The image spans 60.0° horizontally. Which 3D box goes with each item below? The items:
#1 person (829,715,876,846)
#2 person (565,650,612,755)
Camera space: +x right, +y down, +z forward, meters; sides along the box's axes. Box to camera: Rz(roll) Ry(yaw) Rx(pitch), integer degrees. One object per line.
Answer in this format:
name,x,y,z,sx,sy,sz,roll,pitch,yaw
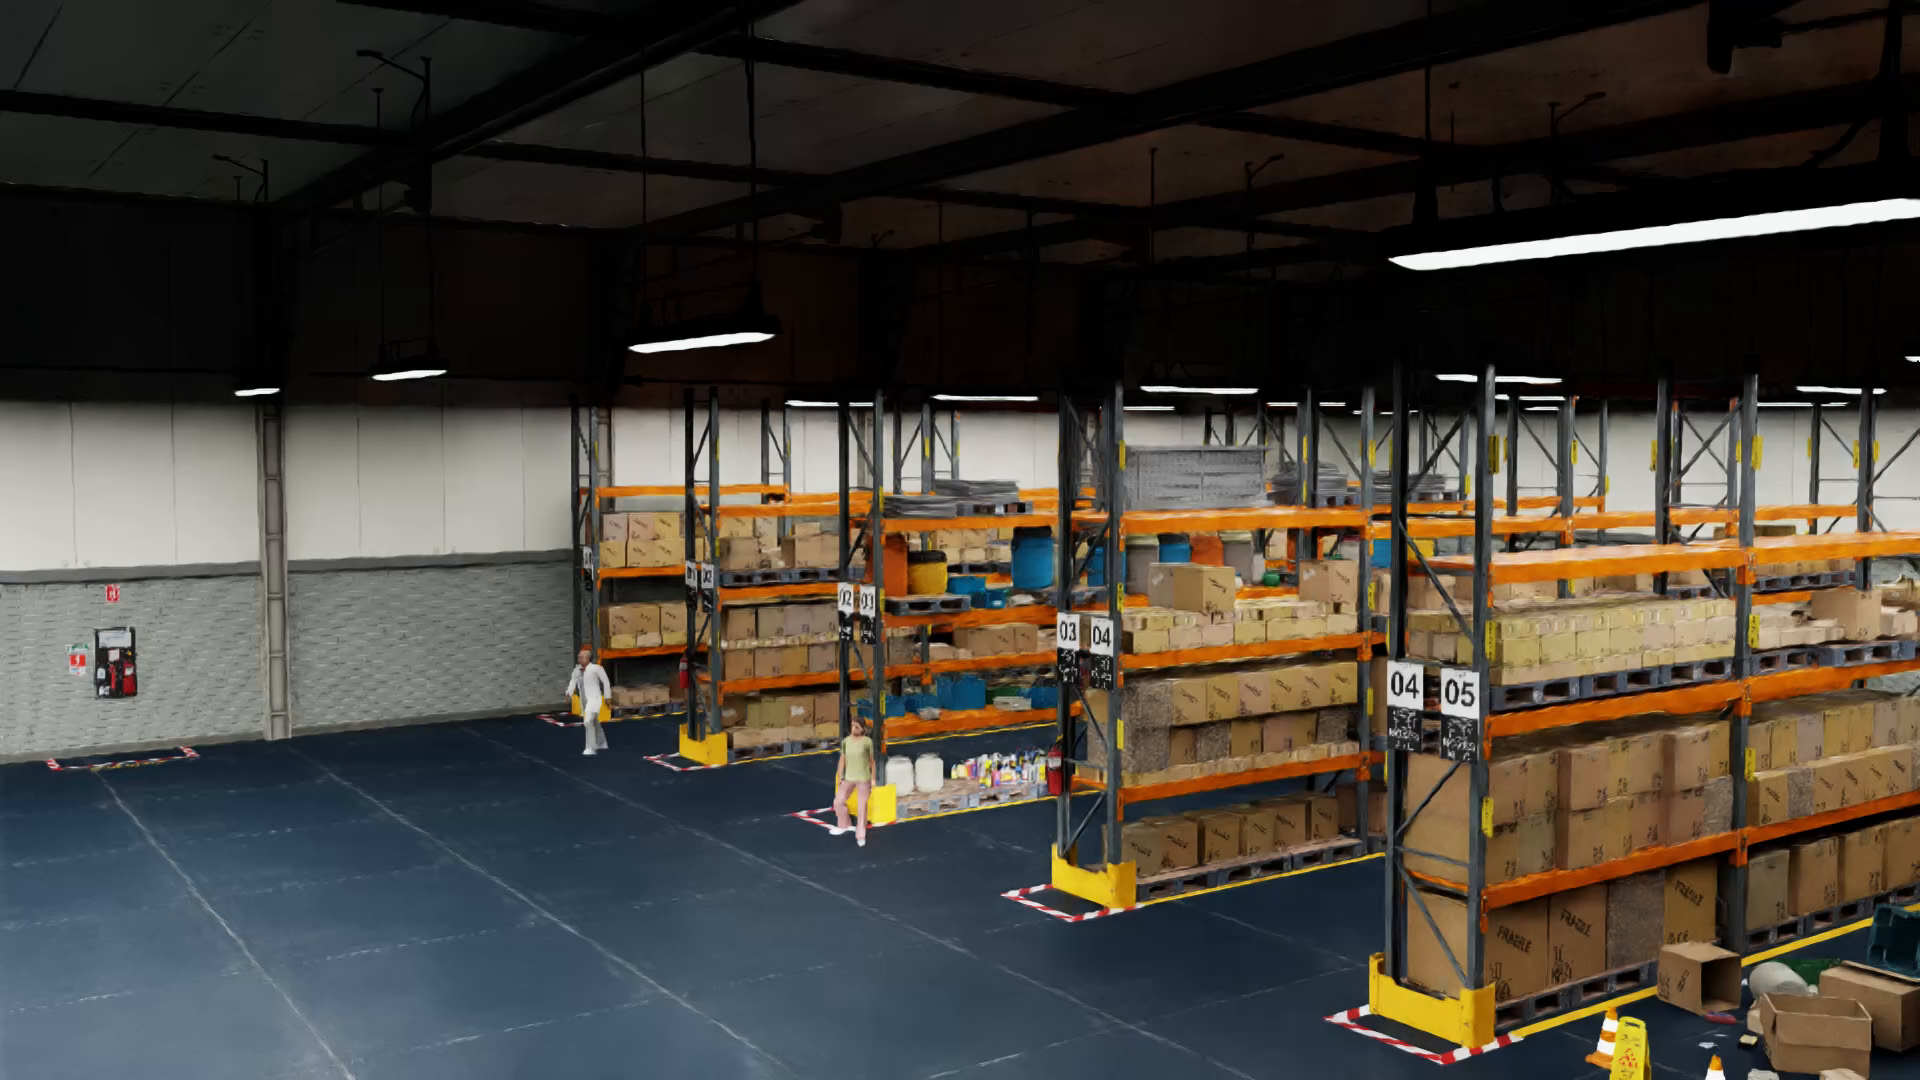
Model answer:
person,-1.403,3.050,21.319,0.649,1.665,0.484,1,4,14
person,-6.083,2.648,27.389,0.723,1.717,0.873,3,4,37
